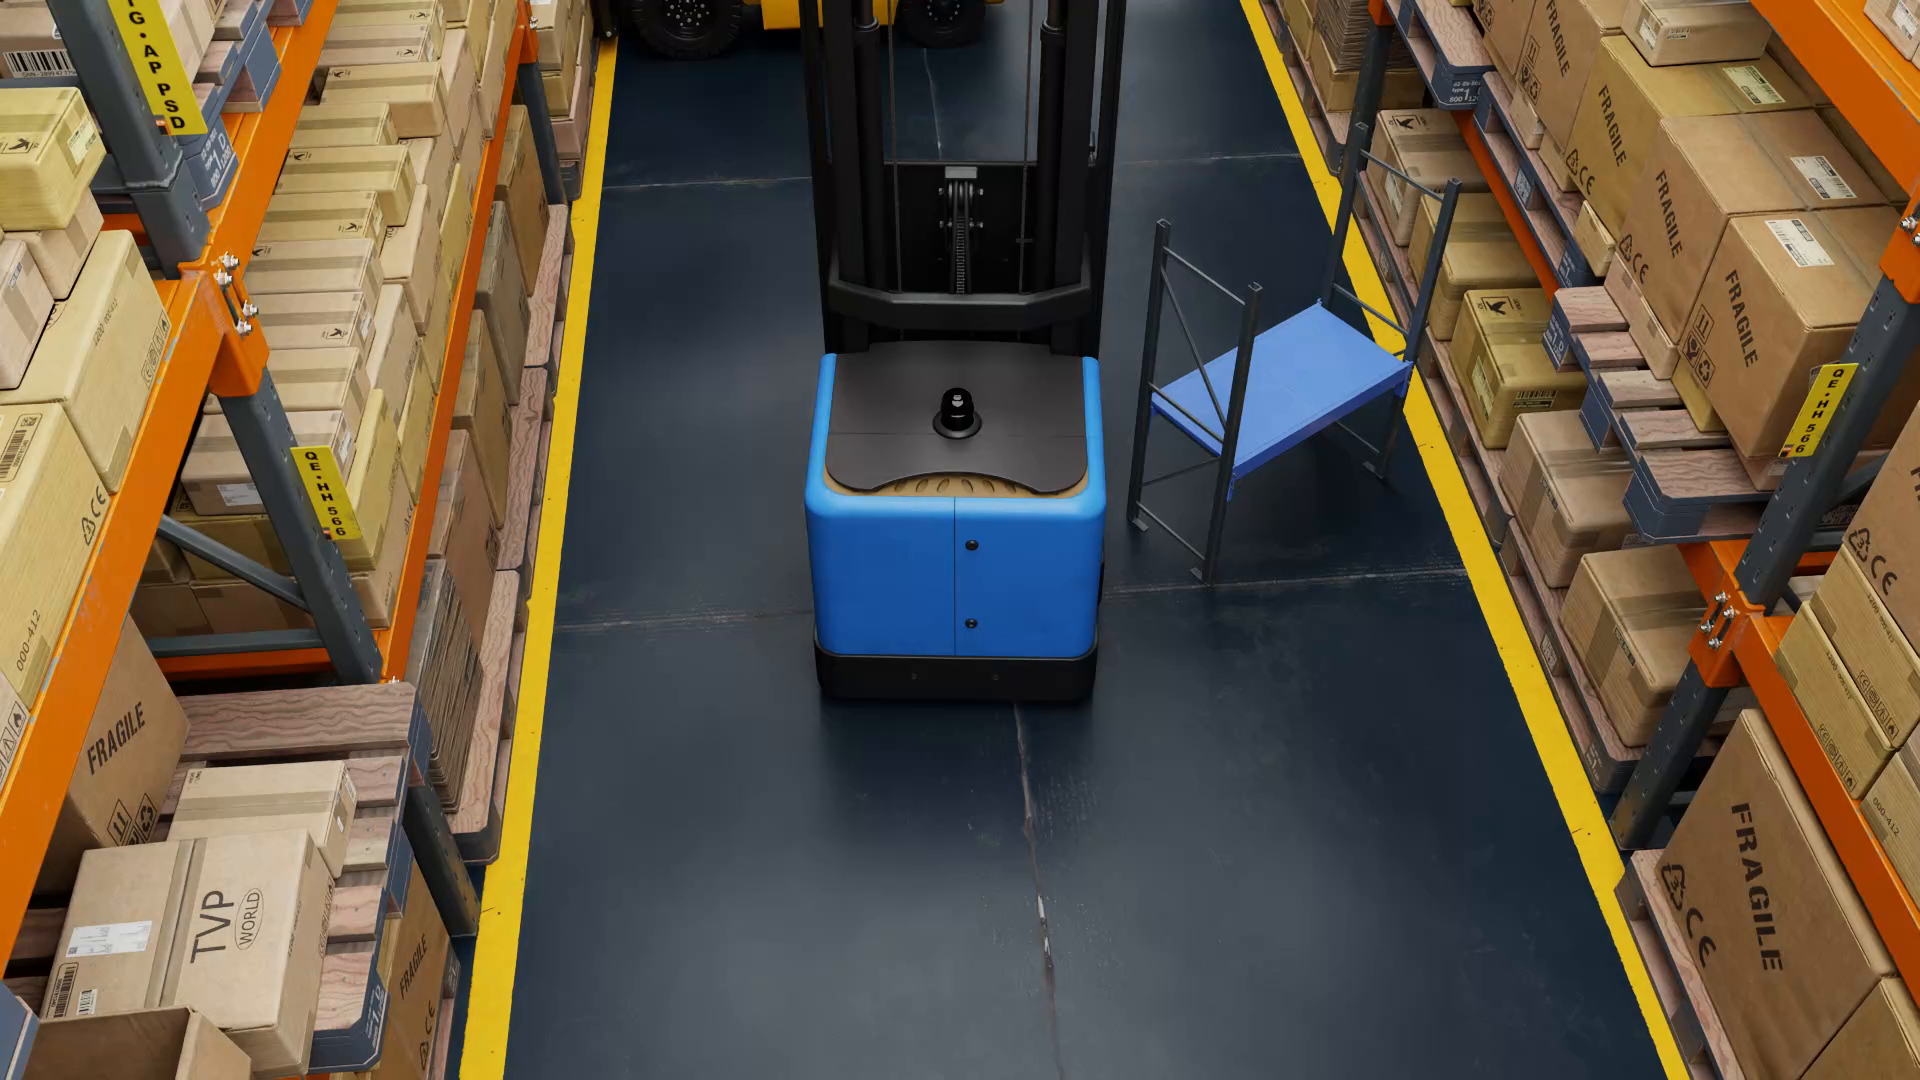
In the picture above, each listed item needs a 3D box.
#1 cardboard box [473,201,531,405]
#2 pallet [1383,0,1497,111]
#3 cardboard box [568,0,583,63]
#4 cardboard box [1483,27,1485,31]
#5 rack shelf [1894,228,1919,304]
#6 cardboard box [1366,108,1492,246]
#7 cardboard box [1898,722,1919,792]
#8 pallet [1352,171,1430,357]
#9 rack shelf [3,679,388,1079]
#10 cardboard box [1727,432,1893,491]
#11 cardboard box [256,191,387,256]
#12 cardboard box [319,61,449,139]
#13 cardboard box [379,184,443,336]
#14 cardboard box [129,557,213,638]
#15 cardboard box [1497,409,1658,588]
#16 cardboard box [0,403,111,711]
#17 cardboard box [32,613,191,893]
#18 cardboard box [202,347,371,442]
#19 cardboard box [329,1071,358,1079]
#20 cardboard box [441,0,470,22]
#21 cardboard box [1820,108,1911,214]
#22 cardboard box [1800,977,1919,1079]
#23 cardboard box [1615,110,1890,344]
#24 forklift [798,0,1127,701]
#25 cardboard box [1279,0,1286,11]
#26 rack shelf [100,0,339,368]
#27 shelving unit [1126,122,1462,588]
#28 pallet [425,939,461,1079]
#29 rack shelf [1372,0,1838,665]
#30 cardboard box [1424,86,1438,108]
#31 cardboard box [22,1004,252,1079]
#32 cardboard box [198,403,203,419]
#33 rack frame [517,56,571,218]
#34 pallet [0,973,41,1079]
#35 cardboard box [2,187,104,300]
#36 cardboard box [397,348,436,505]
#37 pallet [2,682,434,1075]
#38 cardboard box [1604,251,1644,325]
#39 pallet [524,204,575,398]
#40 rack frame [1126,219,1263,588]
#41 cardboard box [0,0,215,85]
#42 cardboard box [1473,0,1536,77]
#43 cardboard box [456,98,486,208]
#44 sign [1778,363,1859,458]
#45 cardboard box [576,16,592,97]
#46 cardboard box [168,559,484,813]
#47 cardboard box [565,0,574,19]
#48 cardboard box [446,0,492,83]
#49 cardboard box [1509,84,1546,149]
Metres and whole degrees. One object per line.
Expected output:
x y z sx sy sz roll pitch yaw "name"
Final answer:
-2.357 -0.987 7.102 0.875 0.625 0.625 -4 47 -4 "cardboard box"
2.396 -2.275 7.107 1.003 0.211 1.213 -3 47 -3 "pallet"
-2.246 -2.702 8.640 0.500 0.250 0.500 -4 47 -4 "cardboard box"
2.320 -2.160 6.750 0.380 0.149 0.250 -1 47 -1 "cardboard box"
2.979 0.654 2.630 1.077 0.370 4.000 -3 47 -3 "rack shelf"
2.523 -1.764 8.012 0.950 0.372 0.625 -3 47 -3 "cardboard box"
2.650 0.627 3.986 0.500 0.250 0.500 -2 47 -2 "cardboard box"
2.543 -1.380 8.049 1.003 0.211 1.213 -3 47 -3 "pallet"
-1.967 1.990 3.431 1.077 0.370 4.000 -3 47 -3 "rack shelf"
2.550 -0.289 4.978 0.380 0.149 0.250 -2 47 -2 "cardboard box"
-2.024 -0.956 5.210 0.380 0.149 0.250 -3 47 -3 "cardboard box"
-1.984 -1.512 5.737 0.380 0.149 0.250 -5 47 -4 "cardboard box"
-1.995 -0.902 5.434 0.500 0.250 0.500 -5 47 -4 "cardboard box"
-2.427 0.038 4.888 0.500 0.250 0.500 -4 47 -4 "cardboard box"
2.704 -0.192 6.523 0.950 0.372 0.625 -4 47 -4 "cardboard box"
-1.807 0.036 2.824 0.500 0.250 0.500 -3 47 -3 "cardboard box"
-2.247 0.499 3.990 0.500 0.500 0.500 -2 47 -1 "cardboard box"
-1.891 -0.403 4.687 0.380 0.149 0.250 -3 47 -2 "cardboard box"
-1.809 1.519 4.368 0.380 0.149 0.250 -5 47 -5 "cardboard box"
-2.058 -2.074 6.269 0.380 0.149 0.250 -5 47 -5 "cardboard box"
2.954 -1.006 5.210 0.500 0.500 0.500 -1 47 -1 "cardboard box"
2.857 1.728 4.358 0.875 0.875 0.875 -3 47 -3 "cardboard box"
2.442 -0.975 5.181 0.500 0.500 0.500 -4 47 -4 "cardboard box"
0.013 -1.462 6.252 1.130 2.935 3.031 1 47 1 "forklift"
2.067 -3.266 9.518 0.500 0.250 0.500 -3 47 -3 "cardboard box"
-2.302 -1.935 5.083 1.077 0.370 4.000 -3 47 -3 "rack shelf"
1.263 -0.700 6.516 1.048 1.500 0.538 -29 53 -25 "shelving unit"
-2.110 1.797 5.039 1.003 0.211 1.213 -3 47 -3 "pallet"
2.644 -1.208 6.460 1.077 0.370 4.000 -3 47 -3 "rack shelf"
2.696 -2.545 8.835 0.500 0.250 0.500 -5 47 -5 "cardboard box"
-1.814 1.286 3.243 0.797 0.503 0.637 -4 47 -4 "cardboard box"
-2.494 -0.502 5.055 0.500 0.250 0.500 -3 47 -3 "cardboard box"
-2.469 -2.598 7.281 1.000 3.000 0.127 -3 47 -3 "rack frame"
-1.874 0.997 1.940 1.213 0.211 1.003 -3 47 -3 "pallet"
-1.865 -0.579 3.132 0.380 0.149 0.250 -3 47 -2 "cardboard box"
-1.965 -0.353 5.258 0.500 0.250 0.500 -4 47 -4 "cardboard box"
-2.008 0.848 4.150 1.213 0.211 1.003 -3 47 -3 "pallet"
2.376 -0.841 5.501 0.380 0.149 0.250 -5 47 -5 "cardboard box"
-2.369 -1.109 7.791 1.003 0.211 1.213 -3 47 -3 "pallet"
0.861 -0.474 6.303 0.032 1.500 0.500 -29 53 -25 "rack frame"
-1.861 -1.105 3.604 0.380 0.166 0.250 -4 47 -3 "cardboard box"
2.300 -2.106 6.252 0.500 0.500 0.500 -4 47 -4 "cardboard box"
-2.108 -1.473 6.319 0.500 0.250 0.500 -3 47 -3 "cardboard box"
2.272 -0.340 4.399 0.100 0.325 0.005 -3 47 -3 "sign"
-2.238 -2.534 8.825 0.500 0.250 0.500 -4 47 -4 "cardboard box"
-2.173 0.516 5.678 0.875 0.625 0.625 -2 47 -2 "cardboard box"
-2.230 -2.881 8.465 0.500 0.250 0.500 -3 47 -3 "cardboard box"
-2.123 -2.007 6.480 0.500 0.250 0.500 -5 47 -4 "cardboard box"
2.289 -1.597 6.217 0.380 0.149 0.250 -2 47 -2 "cardboard box"
